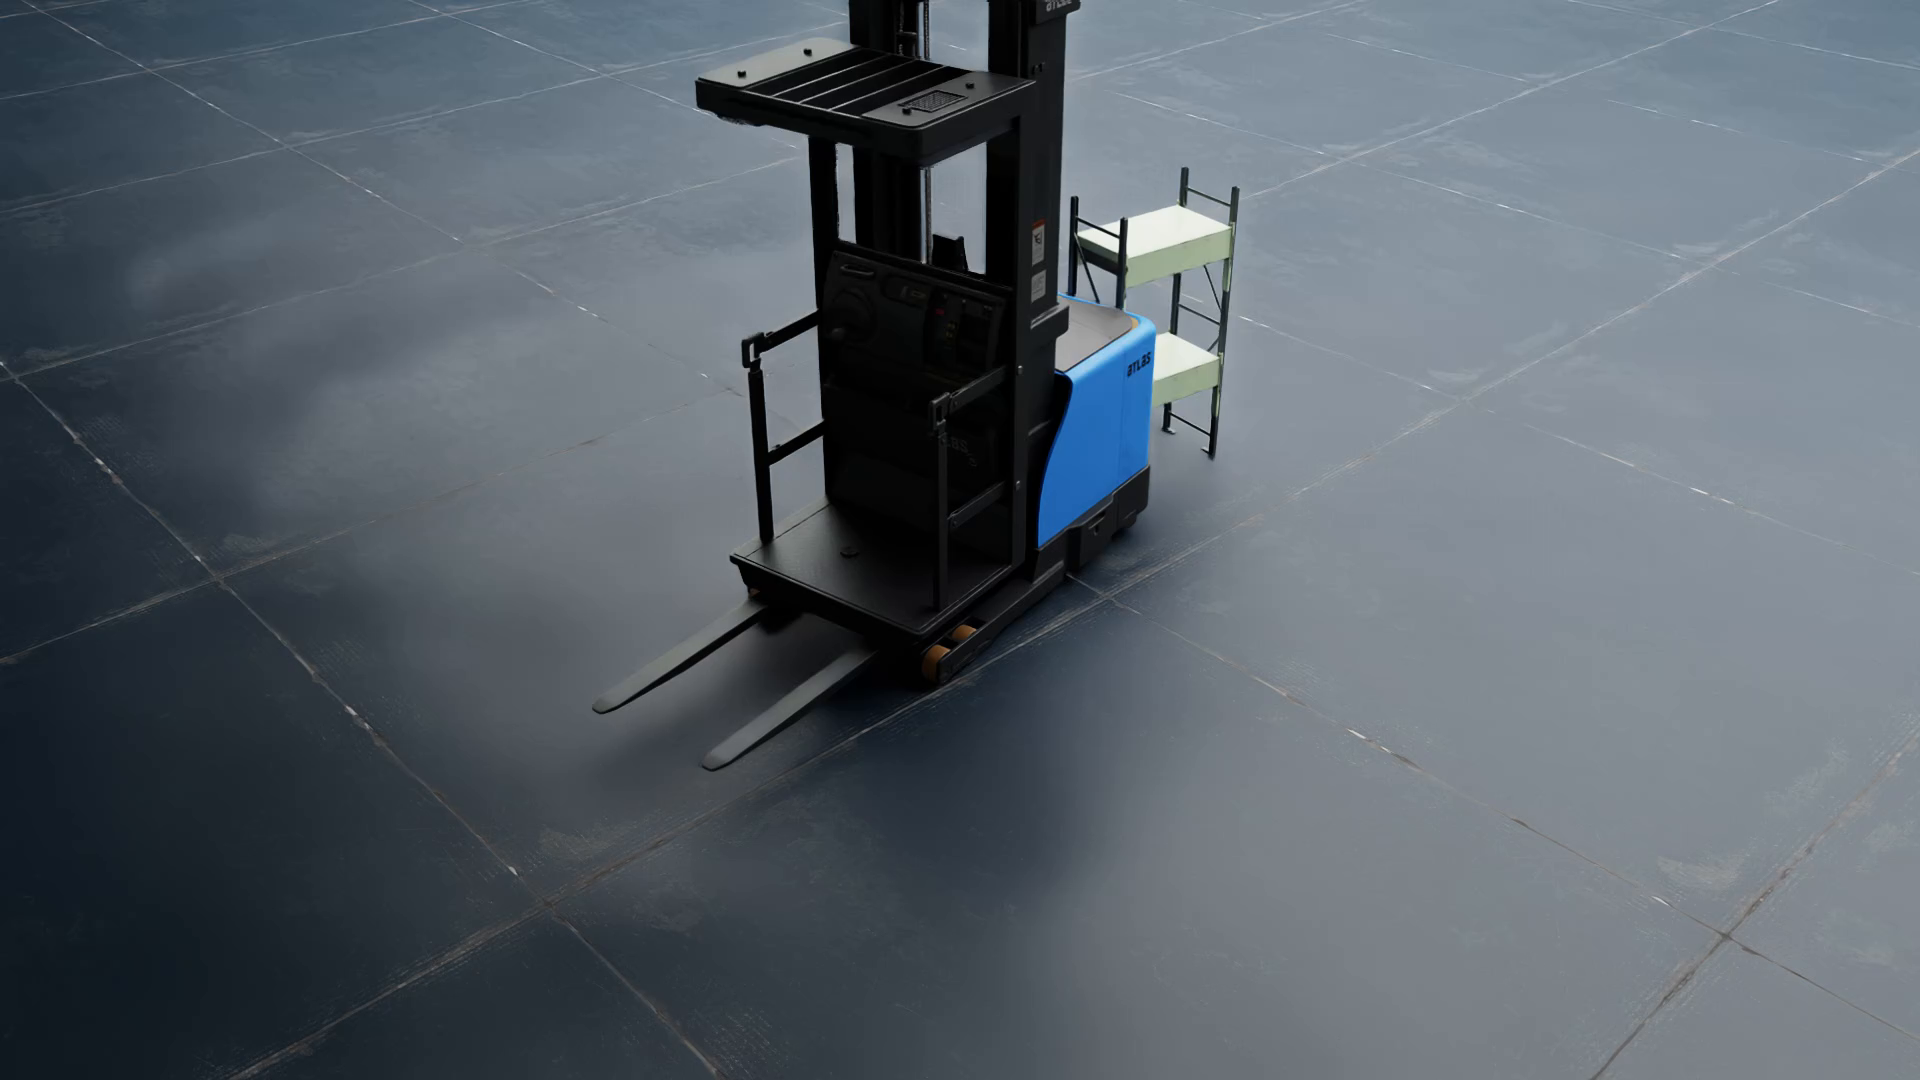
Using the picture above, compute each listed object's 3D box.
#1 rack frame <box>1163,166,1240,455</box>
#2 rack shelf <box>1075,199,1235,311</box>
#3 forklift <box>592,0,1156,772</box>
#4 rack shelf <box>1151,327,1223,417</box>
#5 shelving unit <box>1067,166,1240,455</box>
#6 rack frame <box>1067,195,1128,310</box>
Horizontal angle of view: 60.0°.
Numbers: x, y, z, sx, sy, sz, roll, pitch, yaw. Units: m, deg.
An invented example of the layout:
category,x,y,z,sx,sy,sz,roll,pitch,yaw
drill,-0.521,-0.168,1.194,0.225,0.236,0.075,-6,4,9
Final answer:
category,x,y,z,sx,sy,sz,roll,pitch,yaw
rack frame,1.259,-1.185,8.751,0.023,1.500,0.400,-21,37,-30
rack shelf,0.964,-1.405,8.362,0.720,0.370,0.431,-21,37,-30
forklift,-0.326,-0.914,6.936,1.130,2.935,3.031,21,37,30
rack shelf,0.964,-0.794,8.736,0.720,0.370,0.431,-21,37,-30
shelving unit,0.964,-1.072,8.566,0.755,1.500,0.431,-21,37,-30
rack frame,0.669,-0.959,8.381,0.023,1.500,0.400,-21,37,-30
